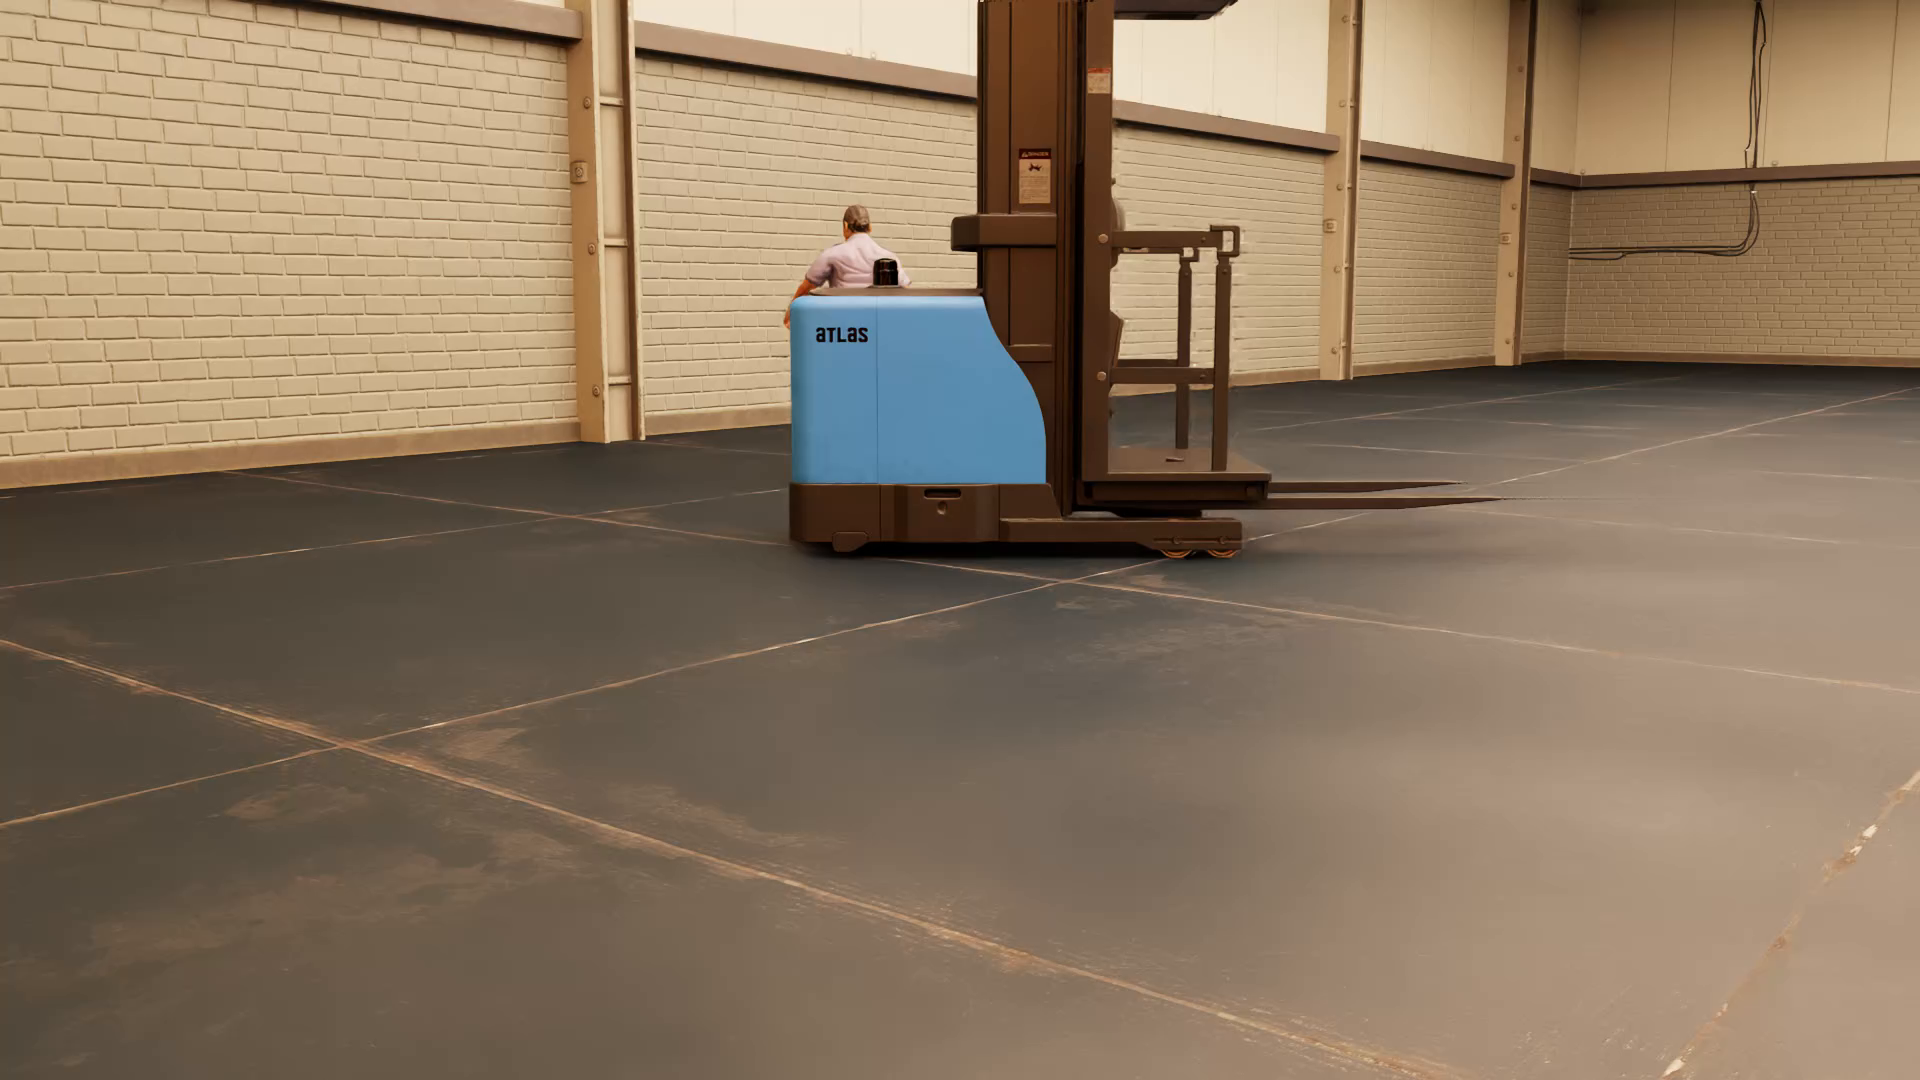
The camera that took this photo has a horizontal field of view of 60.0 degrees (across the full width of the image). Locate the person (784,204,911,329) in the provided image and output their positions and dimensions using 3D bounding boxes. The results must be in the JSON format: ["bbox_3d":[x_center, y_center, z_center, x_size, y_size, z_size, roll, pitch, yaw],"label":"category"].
[{"bbox_3d":[-0.608,-1.210,10.100,0.829,1.632,0.675,-2,9,-17],"label":"person"}]

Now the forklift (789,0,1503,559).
[{"bbox_3d":[0.794,-1.450,7.194,3.031,2.935,1.130,0,8,-1],"label":"forklift"}]
